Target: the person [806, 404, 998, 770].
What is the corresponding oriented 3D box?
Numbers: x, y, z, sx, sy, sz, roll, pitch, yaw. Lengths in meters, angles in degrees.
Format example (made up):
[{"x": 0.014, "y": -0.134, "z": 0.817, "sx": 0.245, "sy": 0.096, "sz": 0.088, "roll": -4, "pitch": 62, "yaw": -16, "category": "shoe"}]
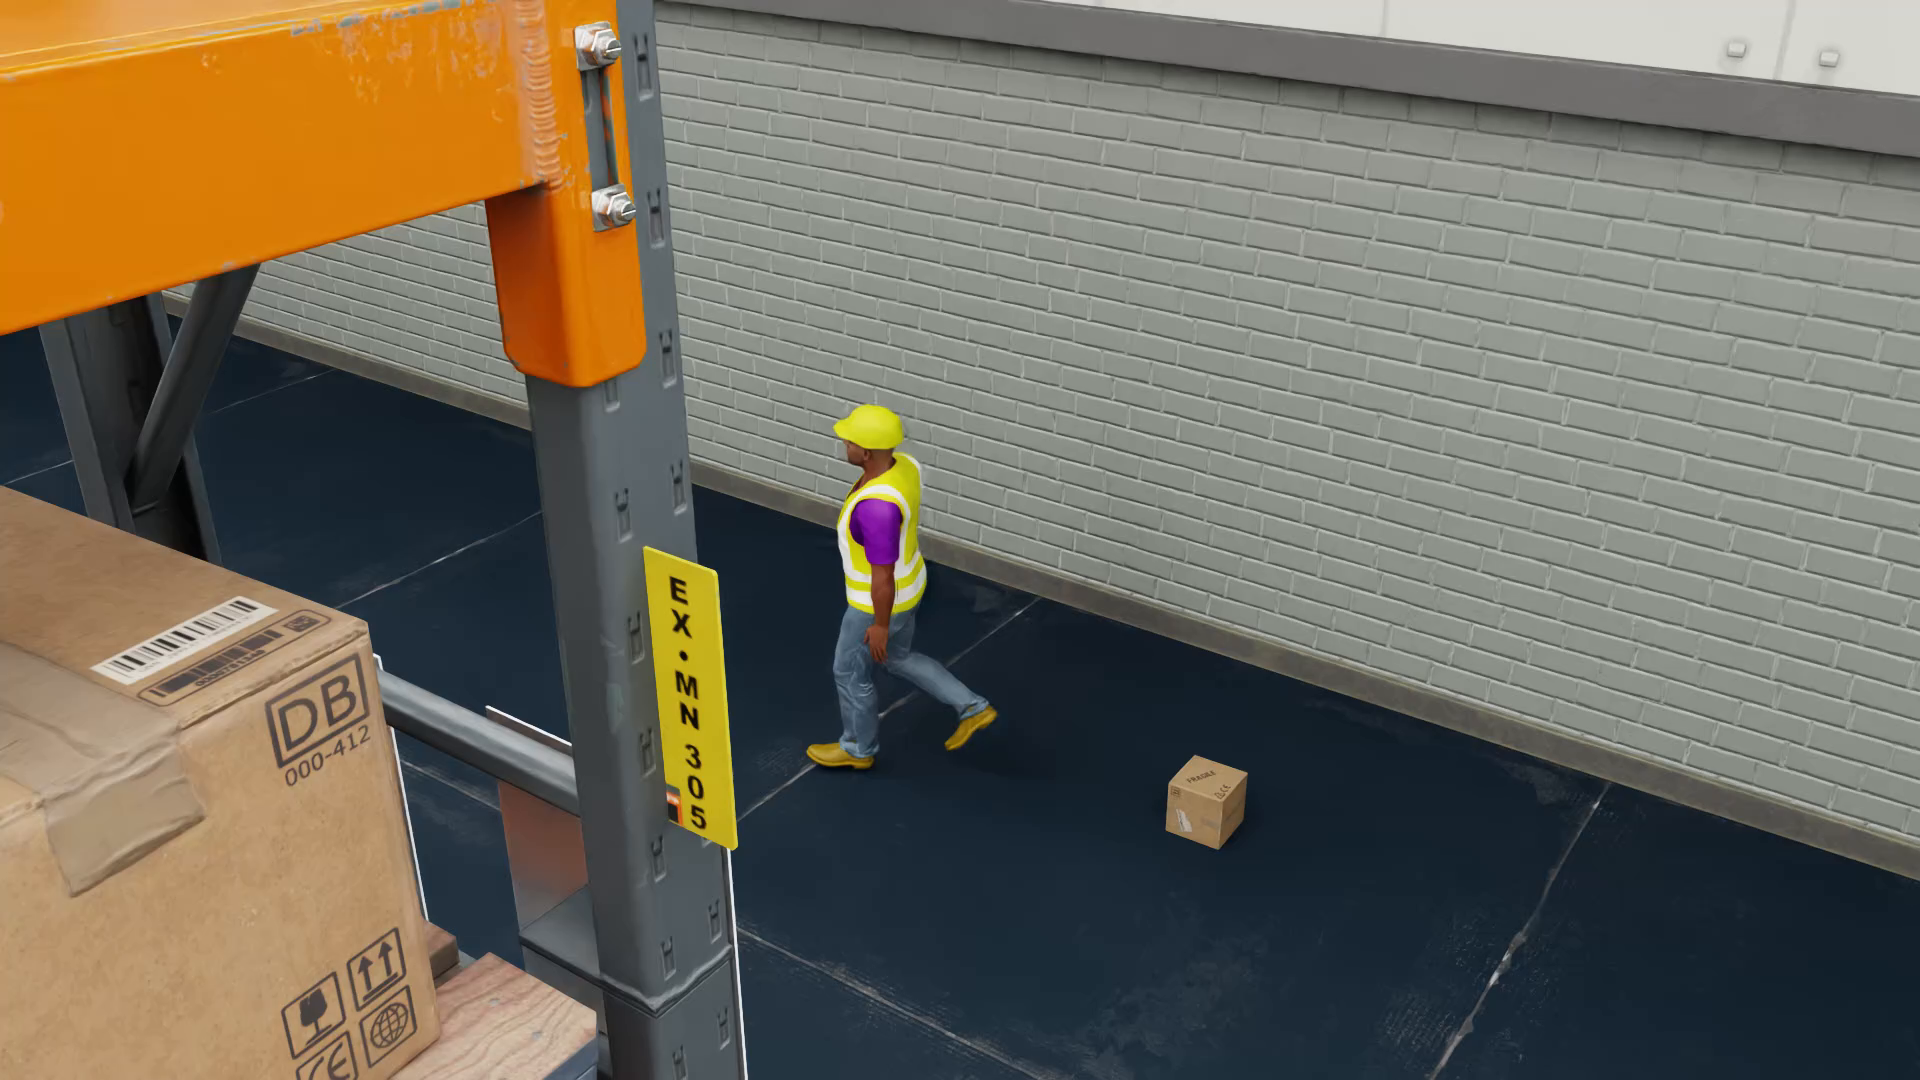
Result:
[{"x": -0.260, "y": 0.226, "z": 7.126, "sx": 0.850, "sy": 1.744, "sz": 0.583, "roll": 6, "pitch": 27, "yaw": 11, "category": "person"}]
